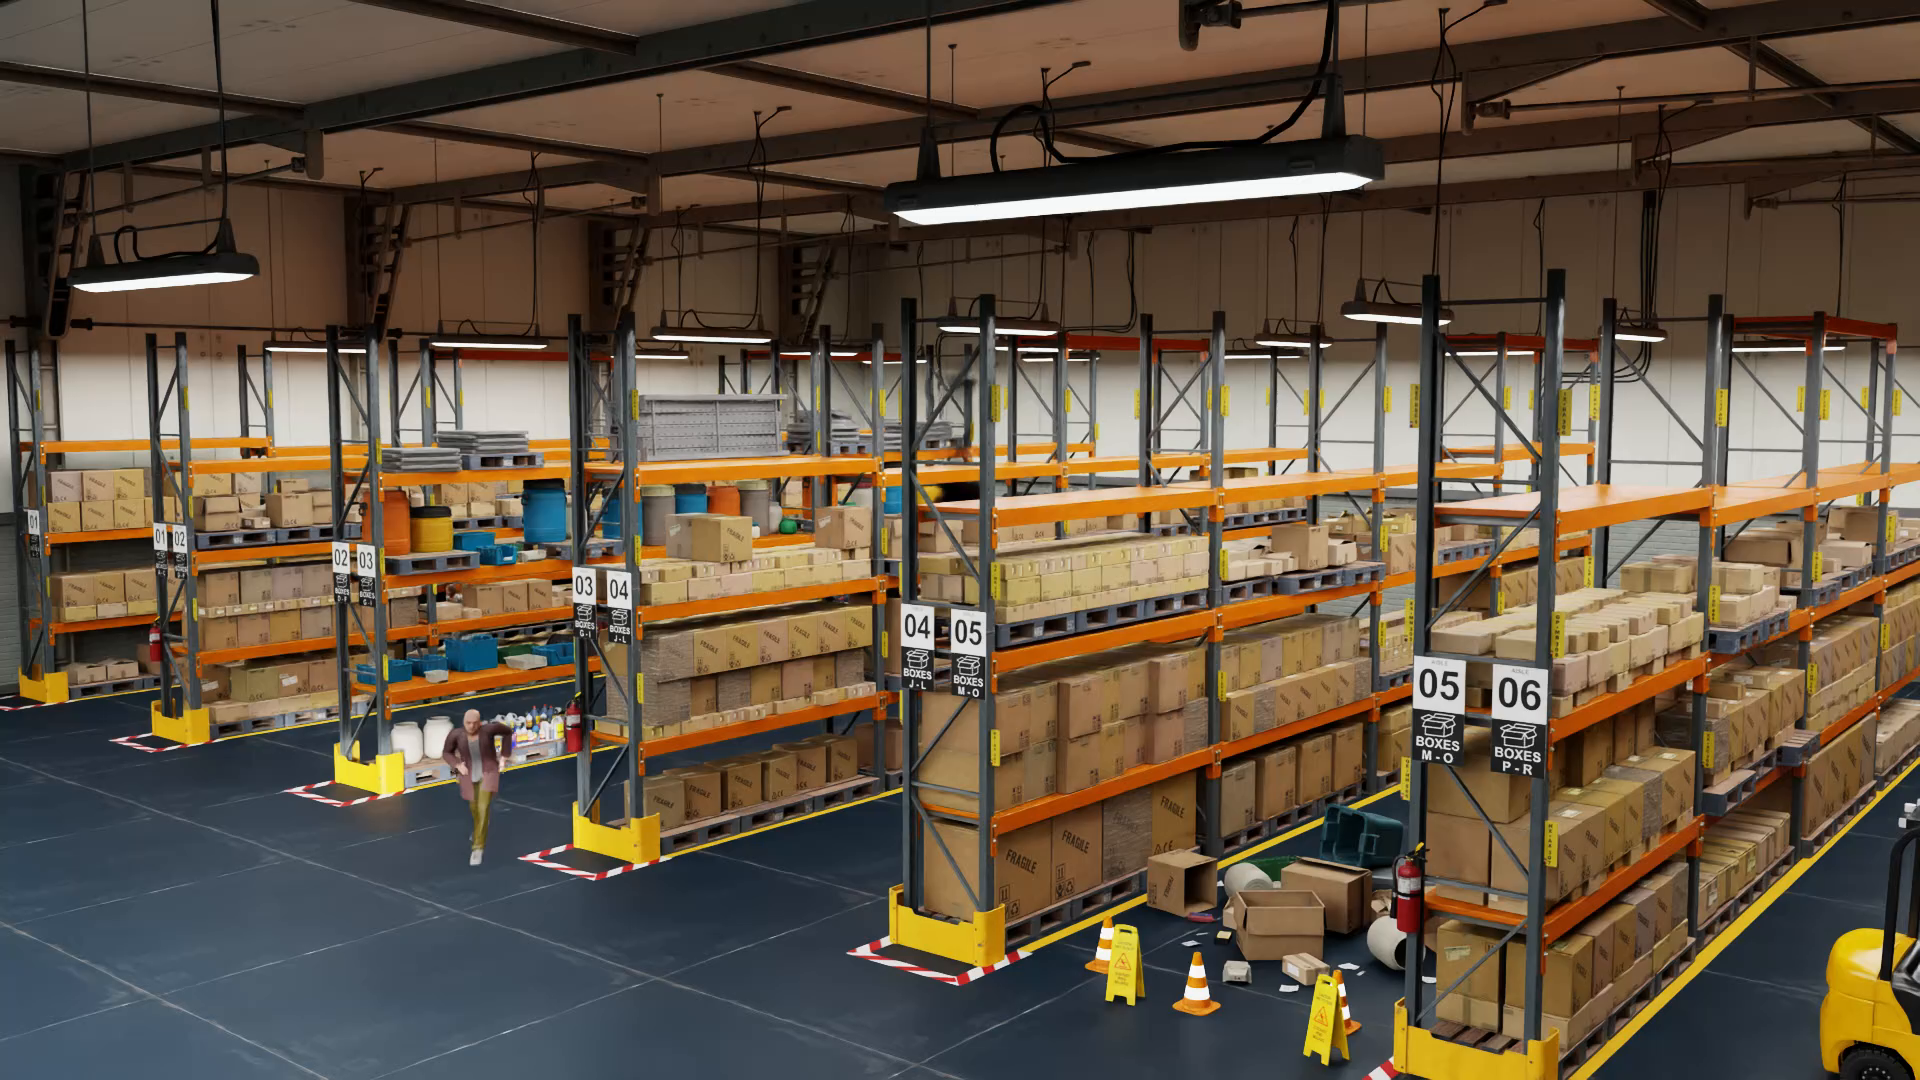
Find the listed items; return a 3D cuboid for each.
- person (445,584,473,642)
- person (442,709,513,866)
[{"bbox_3d":[-9.498,1.577,31.548,0.505,1.539,0.689,3,6,31],"label":"person"},{"bbox_3d":[-5.360,2.679,18.545,0.753,1.745,1.054,-1,5,-11],"label":"person"}]
